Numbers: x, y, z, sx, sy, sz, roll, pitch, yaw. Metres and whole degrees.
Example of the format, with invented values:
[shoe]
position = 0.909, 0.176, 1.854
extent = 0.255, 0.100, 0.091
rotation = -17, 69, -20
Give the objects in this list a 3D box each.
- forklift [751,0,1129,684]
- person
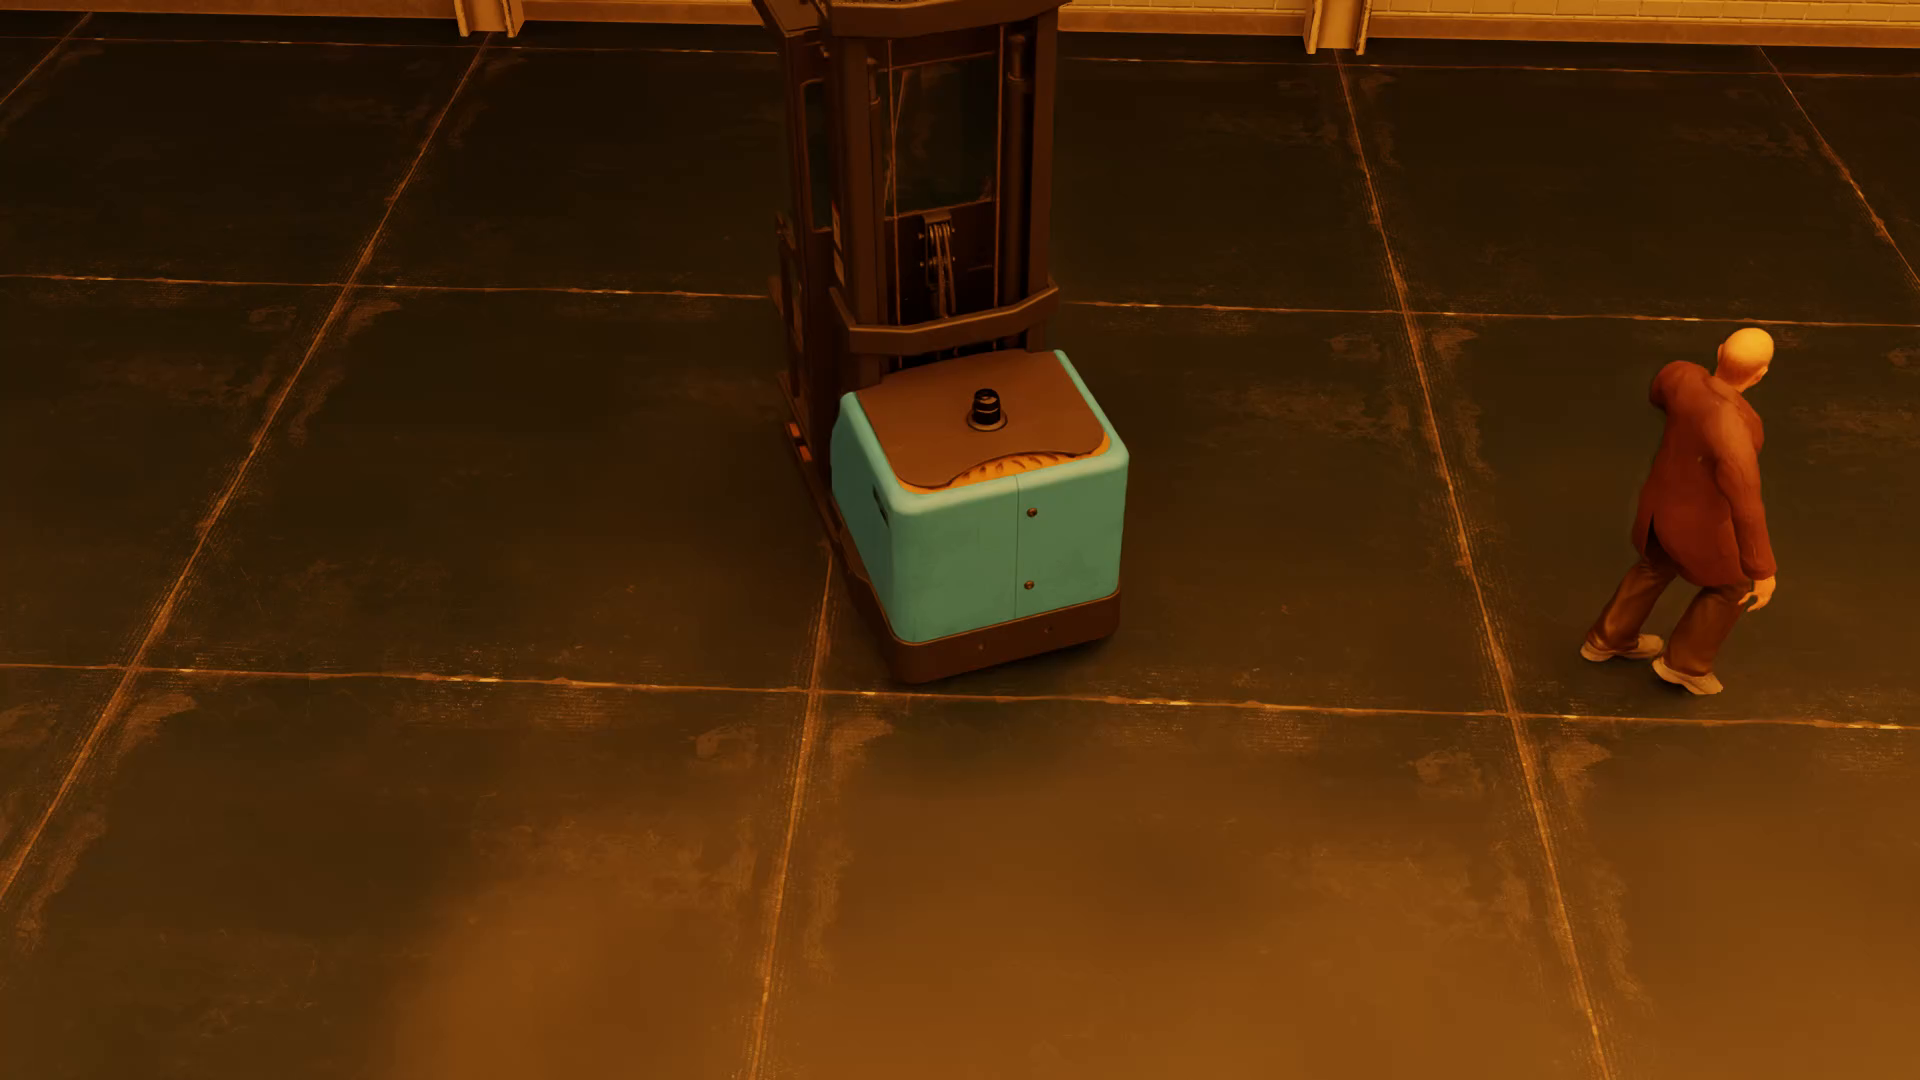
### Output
[forklift]
position = -0.255, -1.473, 7.355
extent = 1.130, 2.935, 3.031
rotation = -13, 44, -14
[person]
position = 3.025, -0.099, 6.766
extent = 0.557, 1.808, 0.994
rotation = -6, 43, -6
